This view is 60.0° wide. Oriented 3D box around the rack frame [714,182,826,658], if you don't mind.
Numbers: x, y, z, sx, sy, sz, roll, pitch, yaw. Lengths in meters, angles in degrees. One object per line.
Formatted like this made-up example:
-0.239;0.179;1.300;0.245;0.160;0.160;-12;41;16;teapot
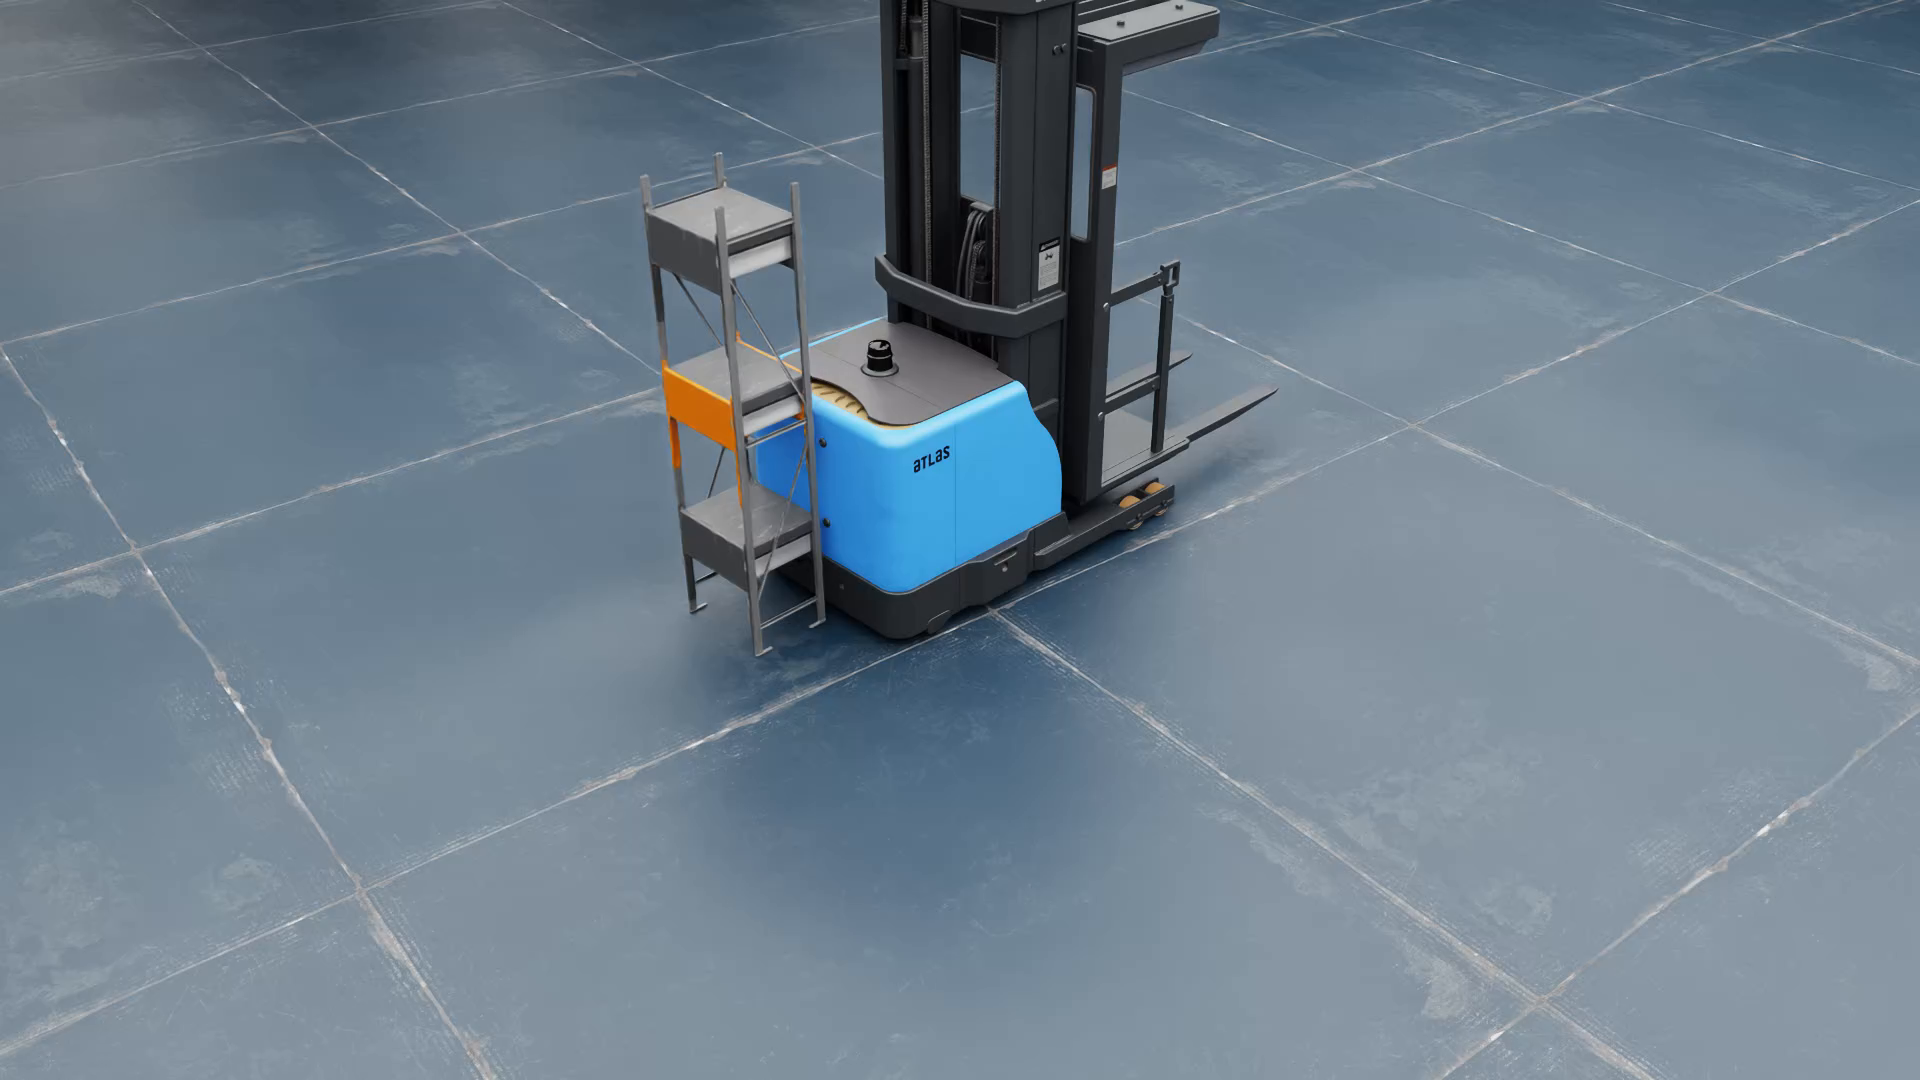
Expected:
-0.773;-0.441;6.964;0.400;2.100;0.015;-28;41;-36;rack frame

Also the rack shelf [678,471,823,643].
-0.937;0.071;7.494;0.431;0.518;0.480;-28;41;-36;rack shelf

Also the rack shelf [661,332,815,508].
-0.943;-0.521;7.120;0.431;0.518;0.480;-28;41;-36;rack shelf

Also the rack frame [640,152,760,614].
-1.113;-0.625;7.261;0.400;2.100;0.015;-28;41;-36;rack frame

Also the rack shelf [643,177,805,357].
-0.949;-1.113;6.746;0.431;0.518;0.480;-28;41;-36;rack shelf

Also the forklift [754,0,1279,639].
0.447;-1.474;7.845;3.031;2.935;1.130;-27;41;-36;forklift

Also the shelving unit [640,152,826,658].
-0.943;-0.533;7.113;0.431;2.100;0.503;-28;41;-36;shelving unit
